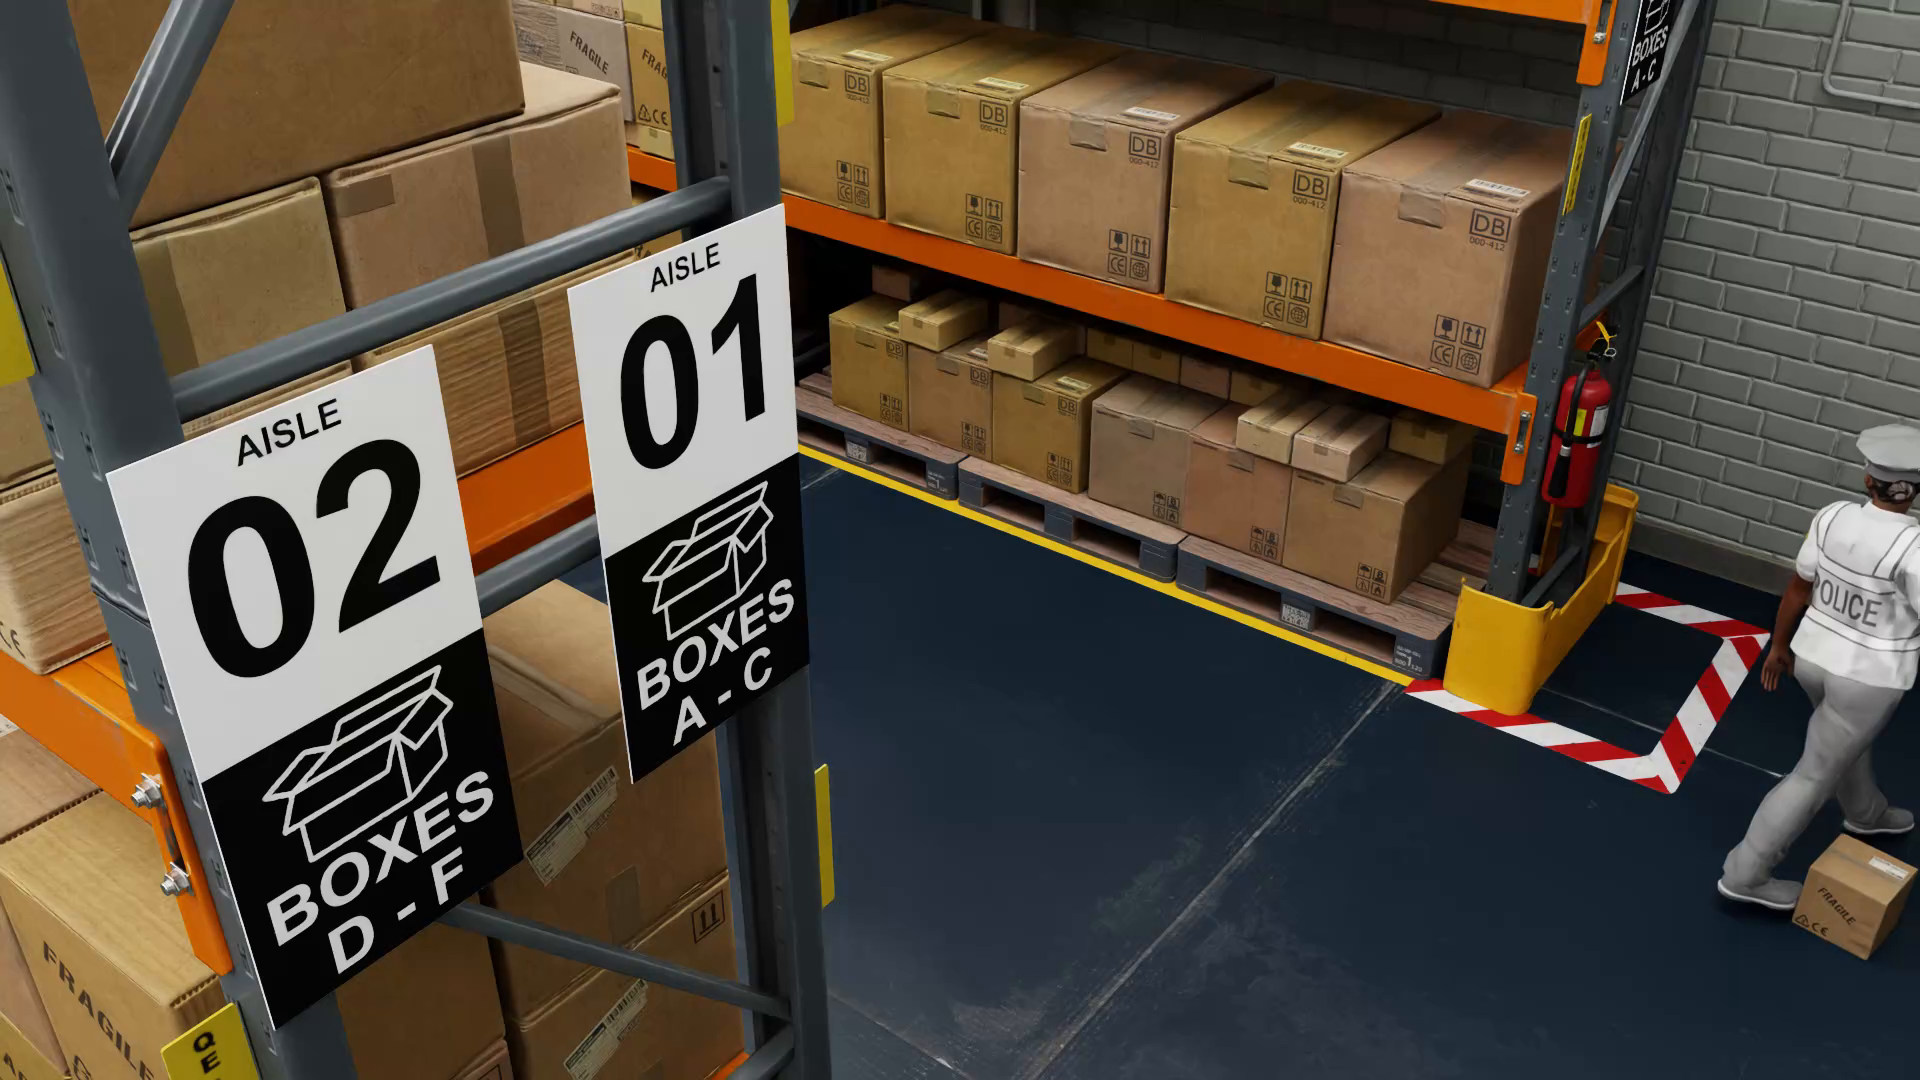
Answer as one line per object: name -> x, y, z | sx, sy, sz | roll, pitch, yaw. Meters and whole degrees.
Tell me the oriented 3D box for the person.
person -> 2.990, 0.426, 5.427 | 0.957, 1.618, 0.570 | -10, 32, -16
